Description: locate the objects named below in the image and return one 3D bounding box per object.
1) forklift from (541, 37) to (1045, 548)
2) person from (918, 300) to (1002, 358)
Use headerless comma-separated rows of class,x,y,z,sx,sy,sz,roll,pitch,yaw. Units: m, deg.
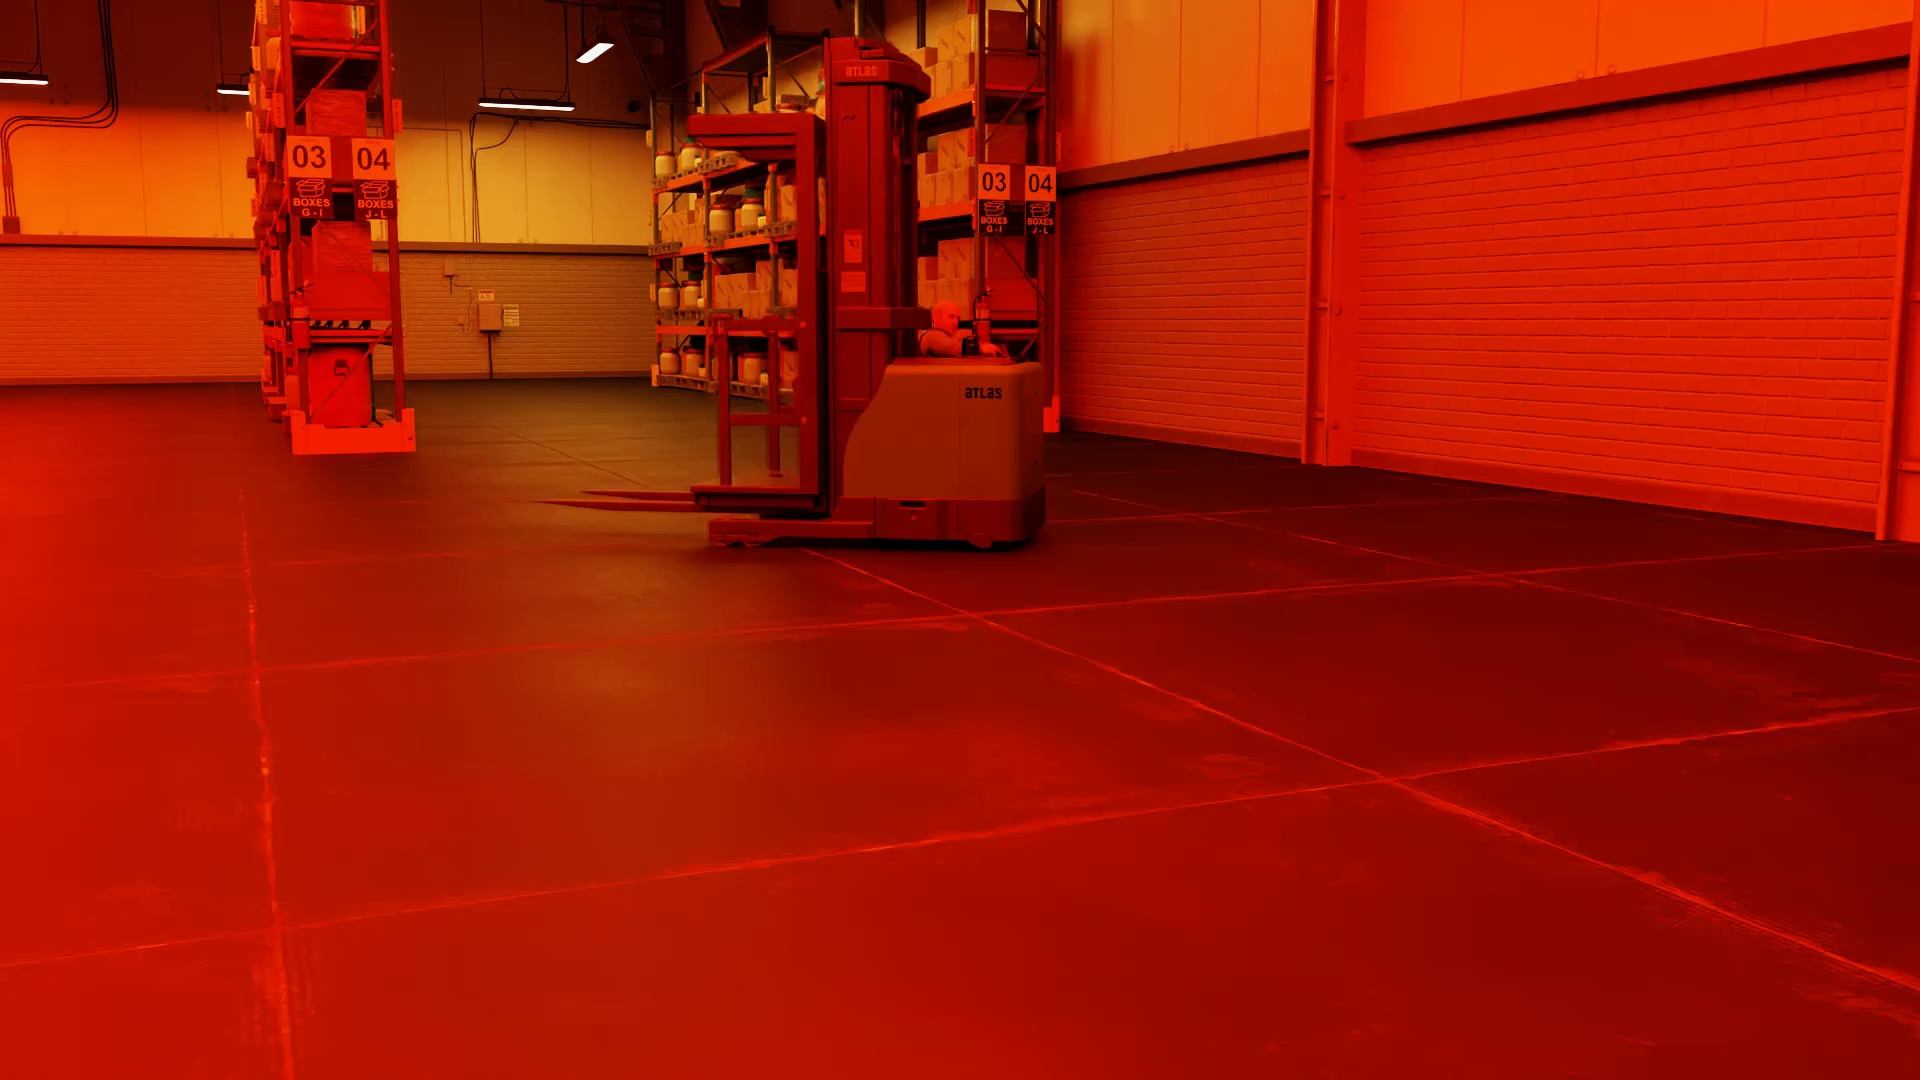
forklift,-1.032,-1.475,10.126,3.031,2.935,1.130,1,8,10
person,-0.023,-0.893,11.283,0.958,1.453,0.767,-5,9,-34
